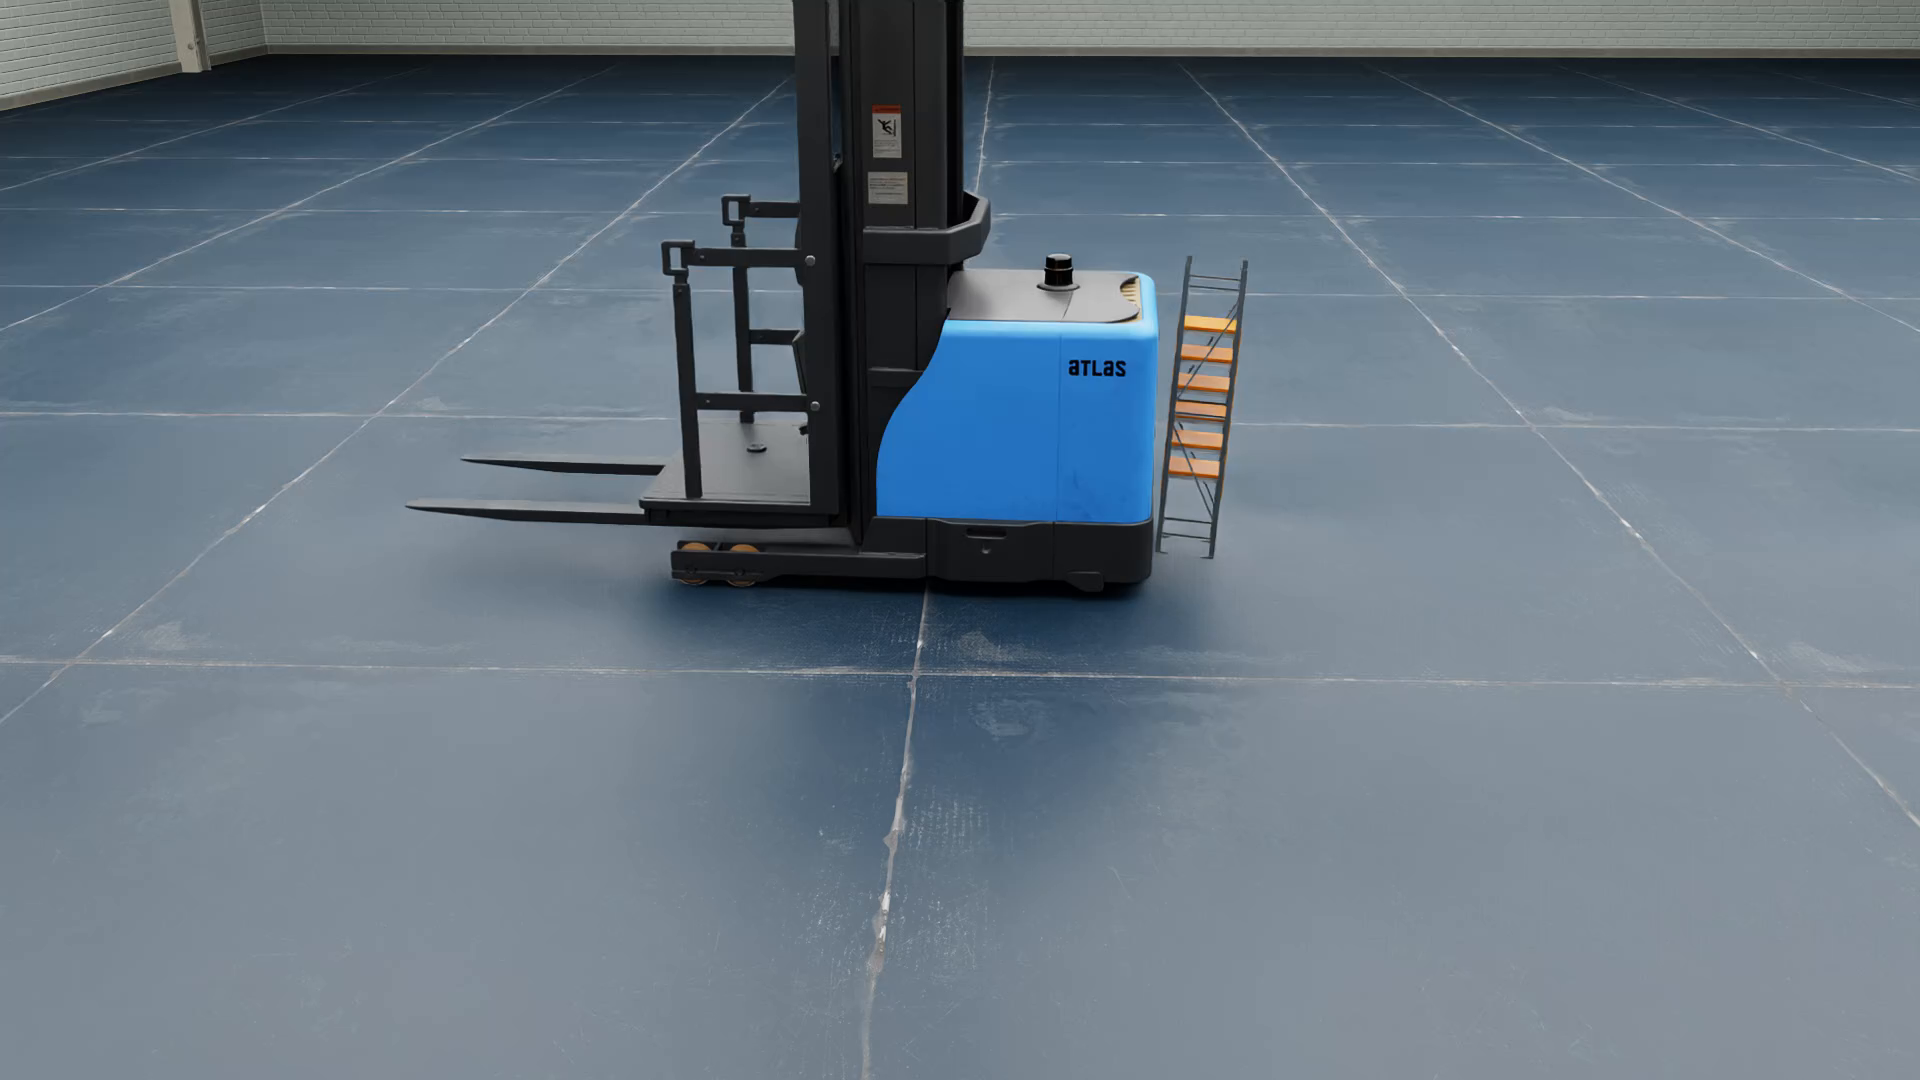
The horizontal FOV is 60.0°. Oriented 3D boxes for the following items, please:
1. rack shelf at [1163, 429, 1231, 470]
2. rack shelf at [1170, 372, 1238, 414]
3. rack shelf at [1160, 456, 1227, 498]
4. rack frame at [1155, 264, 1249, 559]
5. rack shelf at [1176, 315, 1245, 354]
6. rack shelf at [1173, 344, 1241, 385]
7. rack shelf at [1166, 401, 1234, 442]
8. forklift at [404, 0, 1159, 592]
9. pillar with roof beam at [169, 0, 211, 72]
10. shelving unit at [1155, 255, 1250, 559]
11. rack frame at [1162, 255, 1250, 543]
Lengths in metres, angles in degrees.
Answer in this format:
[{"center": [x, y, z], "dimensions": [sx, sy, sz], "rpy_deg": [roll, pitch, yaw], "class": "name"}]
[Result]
[{"center": [0.965, -0.374, 6.767], "dimensions": [0.258, 0.103, 0.180], "rpy_deg": [7, 22, 9], "class": "rack shelf"}, {"center": [0.979, -0.596, 6.677], "dimensions": [0.258, 0.103, 0.180], "rpy_deg": [7, 22, 9], "class": "rack shelf"}, {"center": [0.959, -0.263, 6.812], "dimensions": [0.258, 0.103, 0.180], "rpy_deg": [7, 22, 9], "class": "rack shelf"}, {"center": [0.957, -0.493, 6.622], "dimensions": [0.240, 1.200, 0.006], "rpy_deg": [7, 22, 9], "class": "rack frame"}, {"center": [0.992, -0.818, 6.587], "dimensions": [0.258, 0.103, 0.180], "rpy_deg": [7, 22, 9], "class": "rack shelf"}, {"center": [0.985, -0.707, 6.632], "dimensions": [0.258, 0.103, 0.180], "rpy_deg": [7, 22, 9], "class": "rack shelf"}, {"center": [0.972, -0.485, 6.722], "dimensions": [0.258, 0.103, 0.180], "rpy_deg": [7, 22, 9], "class": "rack shelf"}, {"center": [-0.726, -1.366, 6.497], "dimensions": [3.031, 2.935, 1.130], "rpy_deg": [2, 21, 4], "class": "forklift"}, {"center": [-7.523, -11.407, 23.988], "dimensions": [9.100, 9.000, 0.400], "rpy_deg": [1, 21, 2], "class": "pillar with roof beam"}, {"center": [0.974, -0.526, 6.706], "dimensions": [0.258, 1.200, 0.189], "rpy_deg": [7, 22, 9], "class": "shelving unit"}, {"center": [0.992, -0.559, 6.789], "dimensions": [0.240, 1.200, 0.006], "rpy_deg": [7, 22, 9], "class": "rack frame"}]
